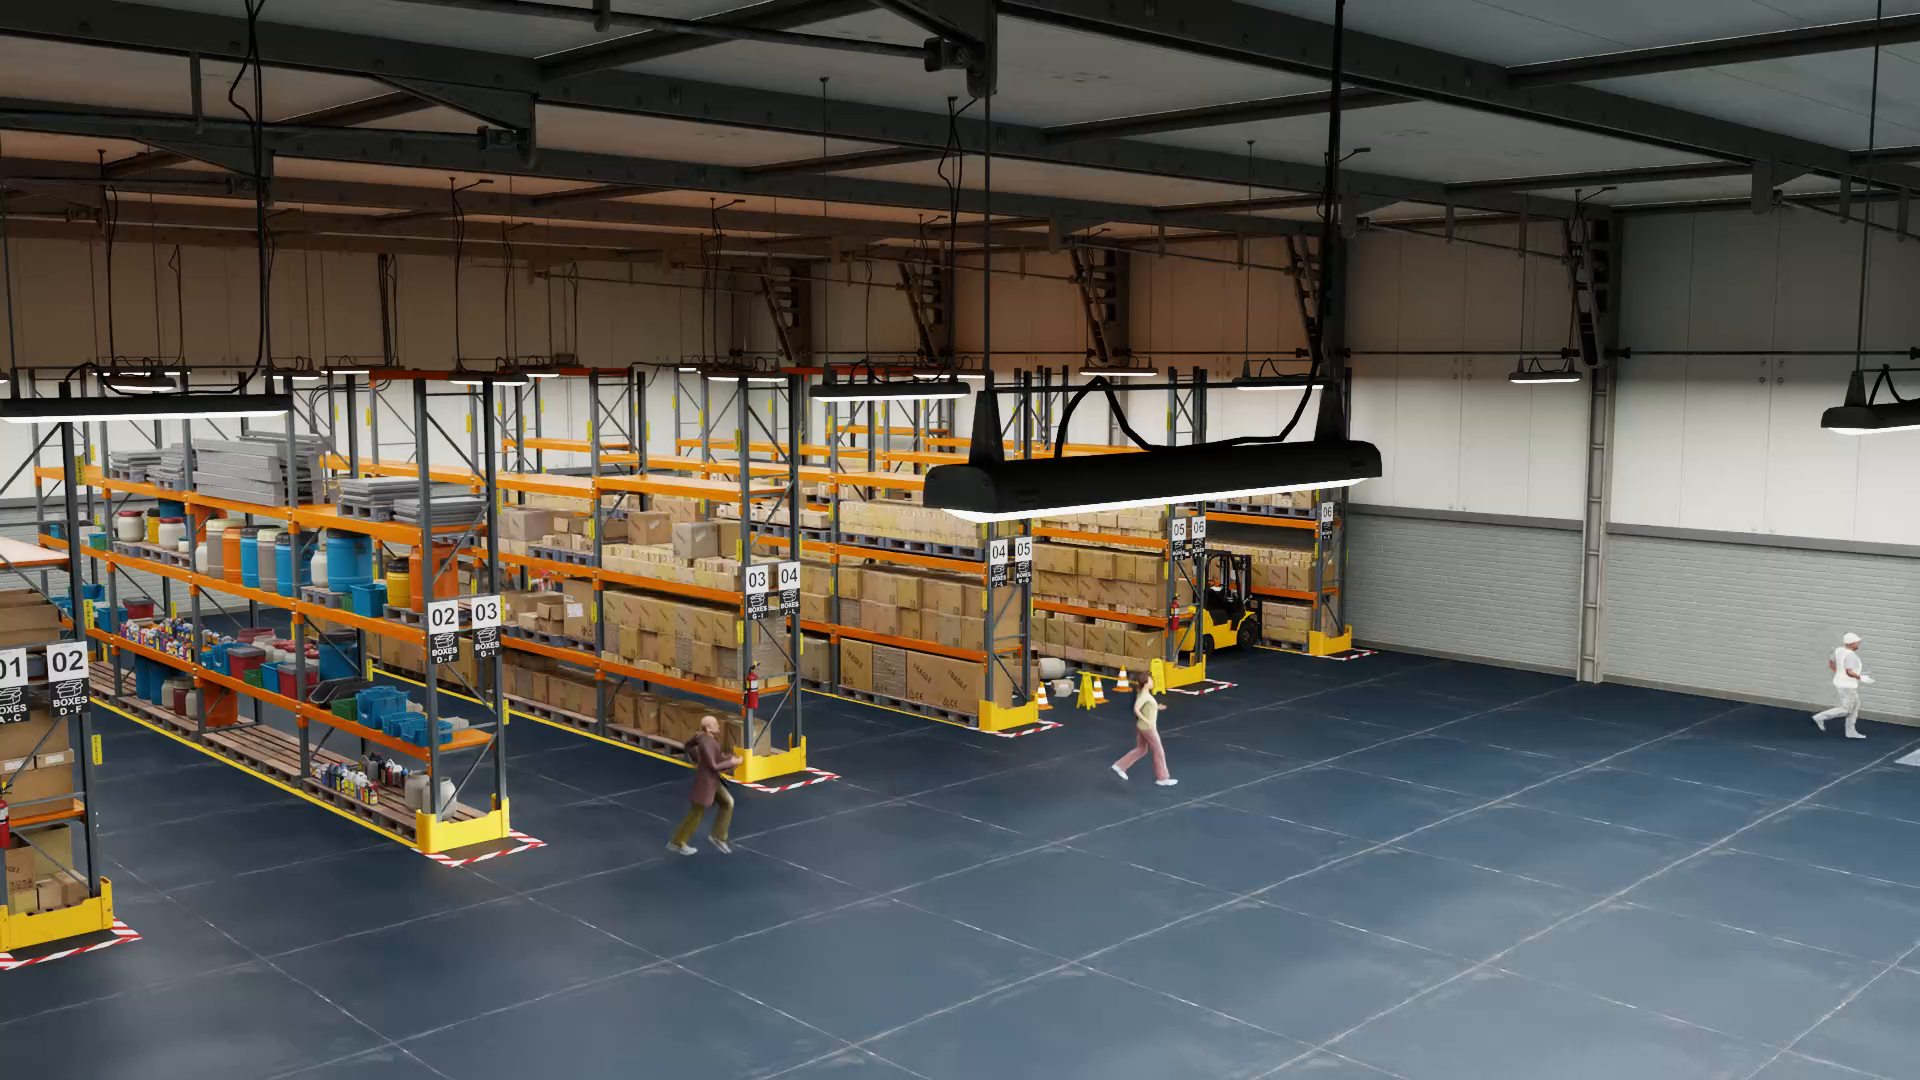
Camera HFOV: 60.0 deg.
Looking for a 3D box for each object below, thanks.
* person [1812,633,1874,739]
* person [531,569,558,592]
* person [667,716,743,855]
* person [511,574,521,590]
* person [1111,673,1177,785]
[{"bbox_3d":[14.447,2.386,27.272,0.857,1.753,0.671,1,7,12],"label":"person"},{"bbox_3d":[-8.990,1.438,35.822,0.782,1.702,0.648,5,8,37],"label":"person"},{"bbox_3d":[-3.206,3.140,20.909,0.969,1.740,0.727,-1,7,-8],"label":"person"},{"bbox_3d":[-10.917,0.901,40.866,0.578,1.695,0.888,5,8,38],"label":"person"},{"bbox_3d":[2.701,2.753,24.242,0.960,1.646,0.581,-1,6,-6],"label":"person"}]
